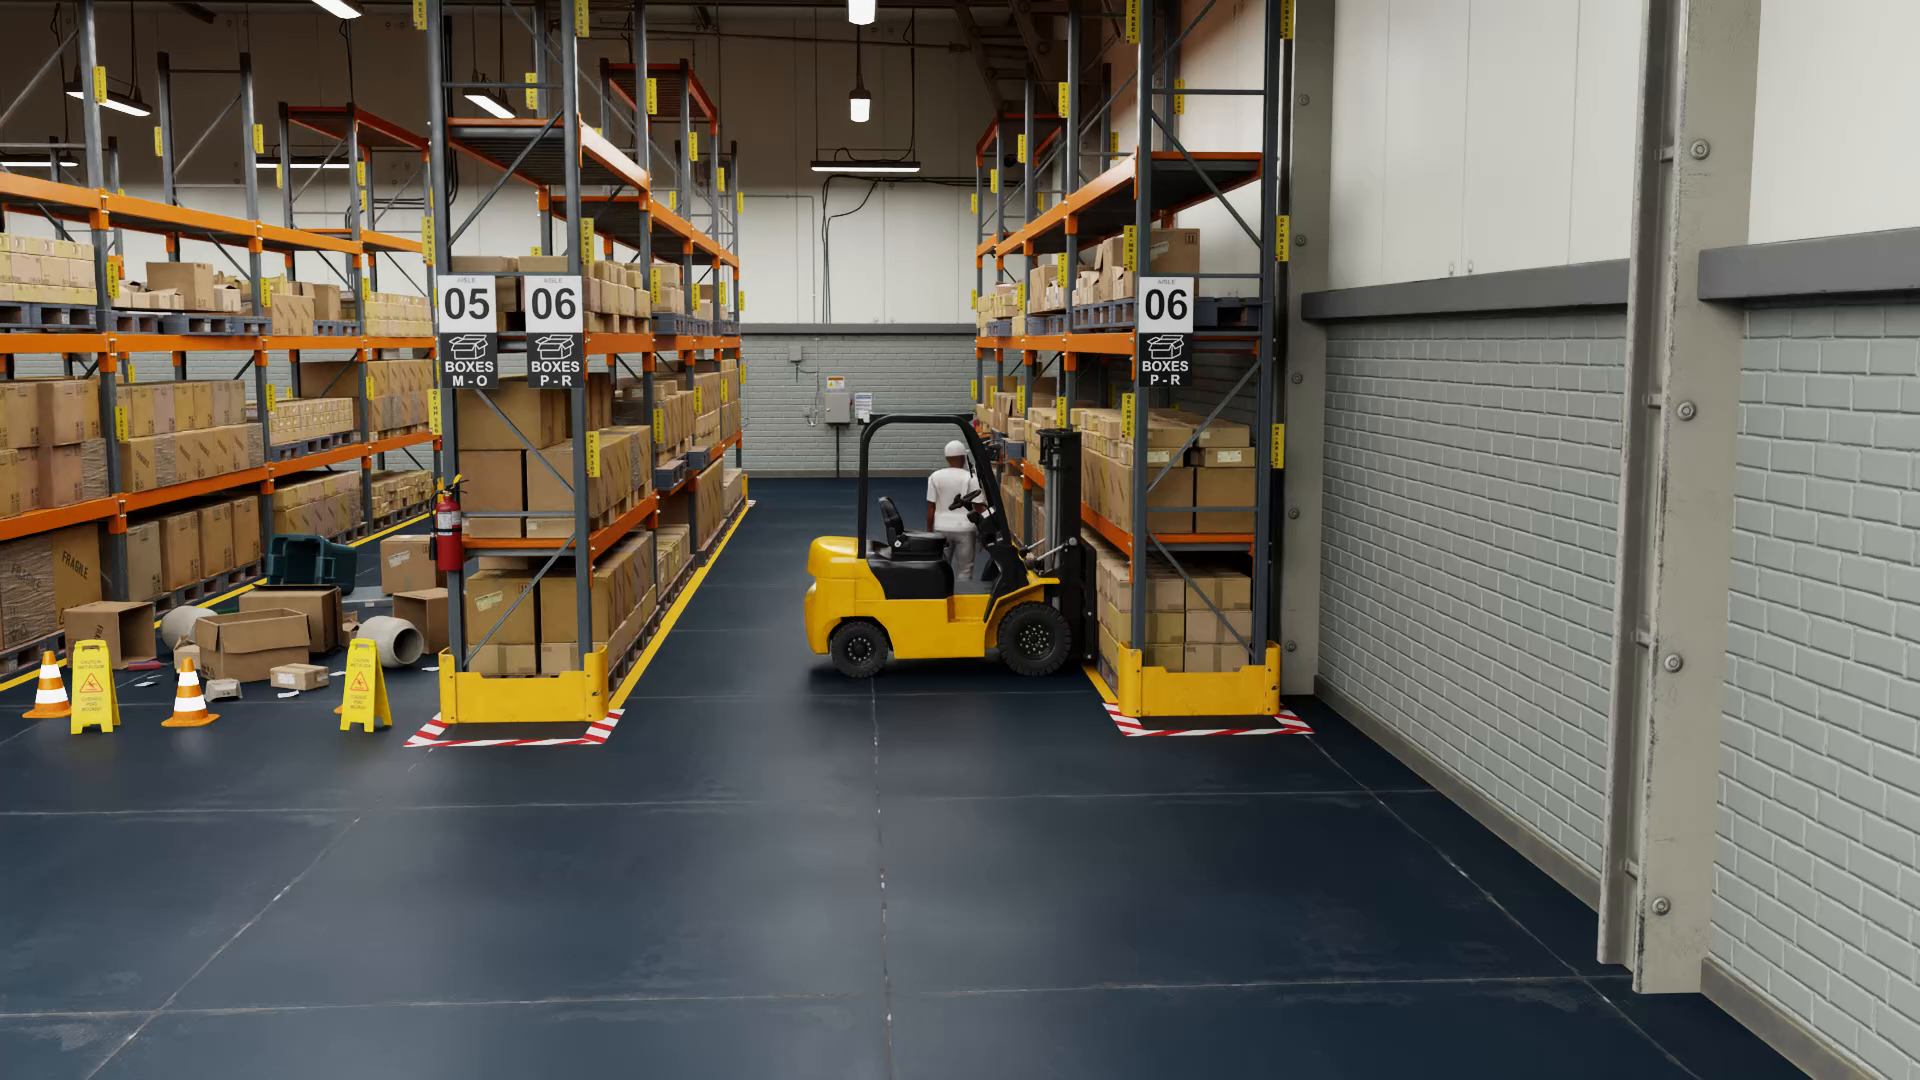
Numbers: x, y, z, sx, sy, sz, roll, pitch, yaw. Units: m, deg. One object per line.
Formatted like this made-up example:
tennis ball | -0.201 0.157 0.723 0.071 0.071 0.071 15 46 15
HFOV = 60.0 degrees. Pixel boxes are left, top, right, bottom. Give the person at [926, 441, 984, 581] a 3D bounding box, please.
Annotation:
person | -0.046 -0.079 16.138 0.607 1.765 0.341 2 7 17
